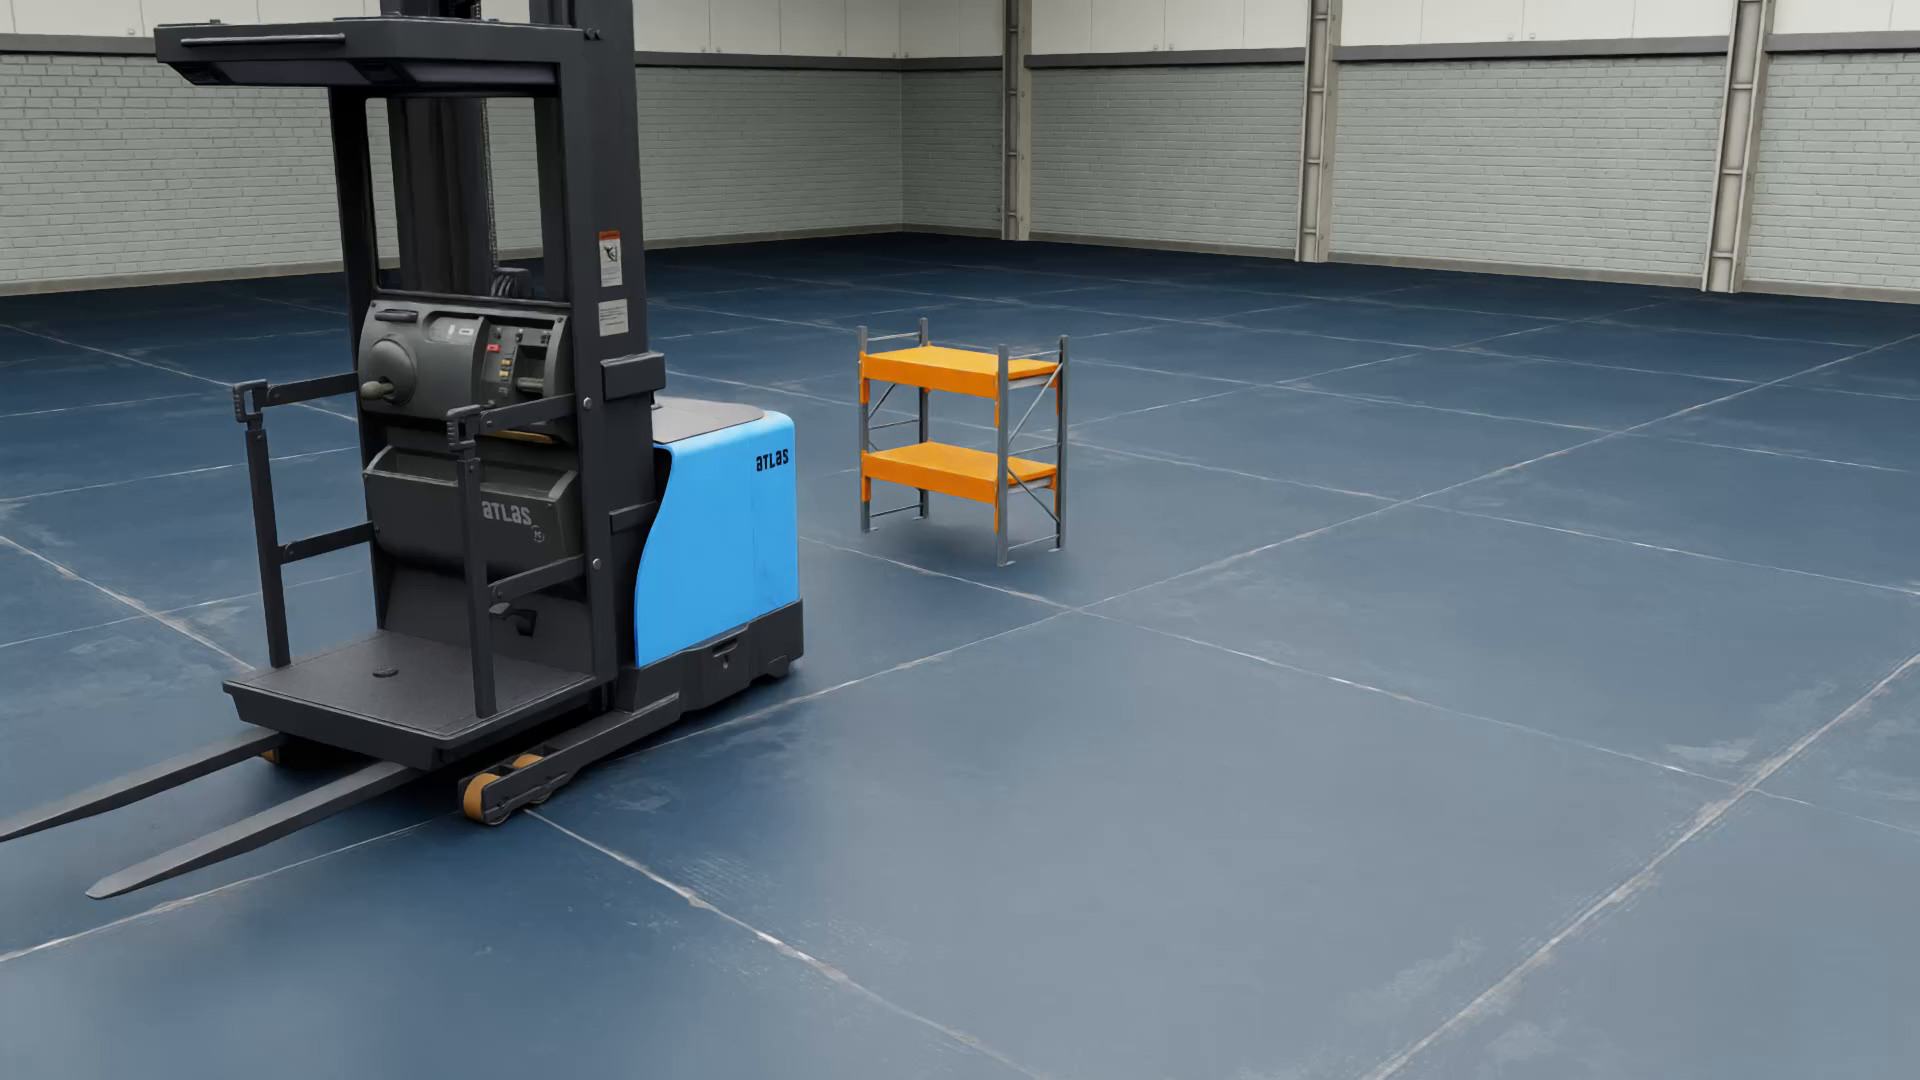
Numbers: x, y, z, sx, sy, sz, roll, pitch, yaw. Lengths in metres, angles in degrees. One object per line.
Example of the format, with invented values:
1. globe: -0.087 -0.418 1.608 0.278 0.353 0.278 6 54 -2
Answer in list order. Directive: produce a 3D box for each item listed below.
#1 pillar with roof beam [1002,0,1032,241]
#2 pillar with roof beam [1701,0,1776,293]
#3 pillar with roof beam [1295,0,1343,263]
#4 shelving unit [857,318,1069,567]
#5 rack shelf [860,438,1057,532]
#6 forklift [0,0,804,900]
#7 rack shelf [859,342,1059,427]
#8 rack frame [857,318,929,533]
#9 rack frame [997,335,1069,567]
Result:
1. pillar with roof beam: -2.018 -8.813 24.909 0.400 9.000 9.100 14 20 42
2. pillar with roof beam: 6.621 -6.713 16.849 0.400 9.000 9.100 14 20 42
3. pillar with roof beam: 2.302 -7.763 20.879 0.400 9.000 9.100 14 20 42
4. shelving unit: 0.005 -0.543 8.786 1.048 1.125 0.538 14 20 42
5. rack shelf: 0.005 -0.307 8.847 1.000 0.278 0.538 14 20 42
6. forklift: -1.816 -0.626 5.520 1.130 2.935 3.031 8 17 29
7. rack shelf: 0.005 -0.826 8.712 1.000 0.278 0.538 14 20 42
8. rack frame: -0.361 -0.632 9.127 0.032 1.125 0.500 14 20 42
9. rack frame: 0.371 -0.454 8.444 0.032 1.125 0.500 14 20 42
